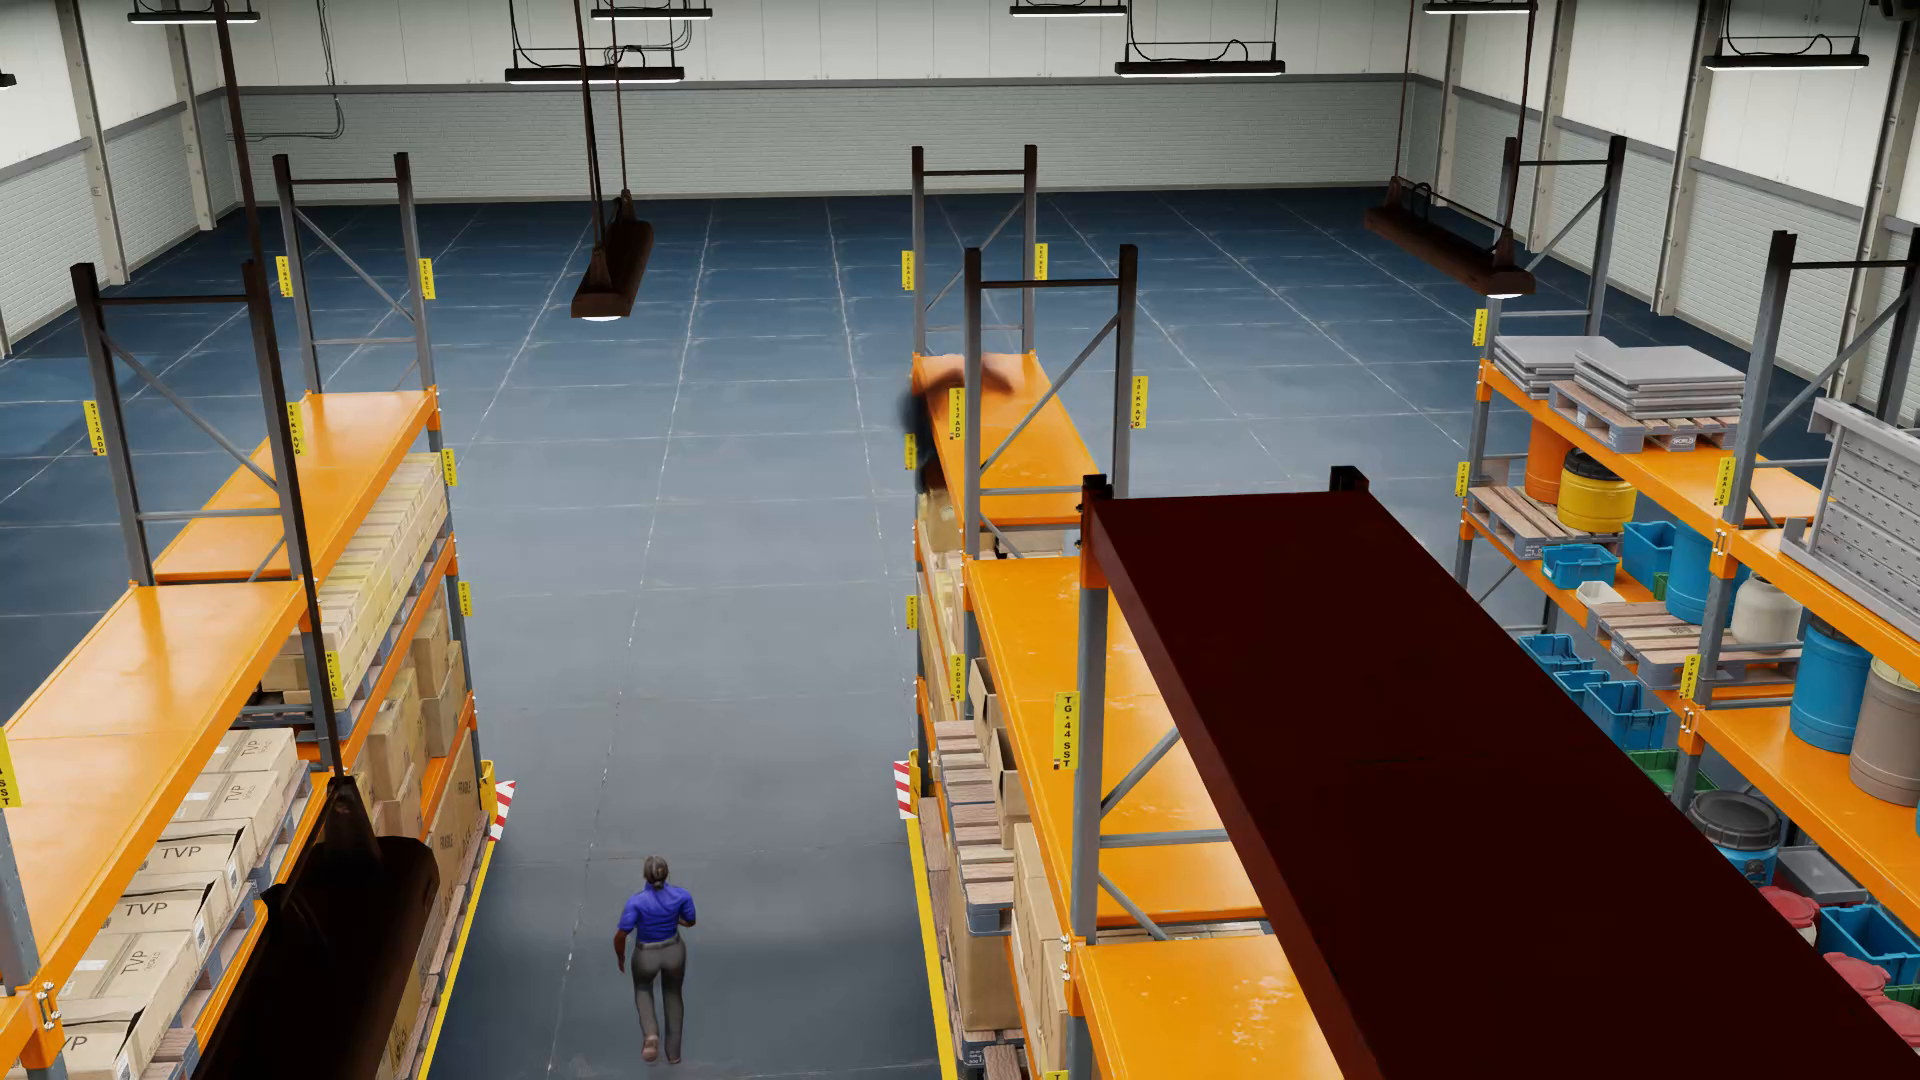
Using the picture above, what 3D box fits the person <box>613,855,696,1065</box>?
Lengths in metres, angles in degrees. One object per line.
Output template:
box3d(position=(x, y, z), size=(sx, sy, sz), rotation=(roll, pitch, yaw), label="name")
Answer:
box3d(position=(-2.117, 2.855, 11.525), size=(0.583, 1.604, 0.552), rotation=(-7, 23, -17), label="person")

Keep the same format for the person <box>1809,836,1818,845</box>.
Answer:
box3d(position=(6.983, 2.398, 13.364), size=(0.580, 1.616, 0.539), rotation=(-2, 22, -5), label="person")
